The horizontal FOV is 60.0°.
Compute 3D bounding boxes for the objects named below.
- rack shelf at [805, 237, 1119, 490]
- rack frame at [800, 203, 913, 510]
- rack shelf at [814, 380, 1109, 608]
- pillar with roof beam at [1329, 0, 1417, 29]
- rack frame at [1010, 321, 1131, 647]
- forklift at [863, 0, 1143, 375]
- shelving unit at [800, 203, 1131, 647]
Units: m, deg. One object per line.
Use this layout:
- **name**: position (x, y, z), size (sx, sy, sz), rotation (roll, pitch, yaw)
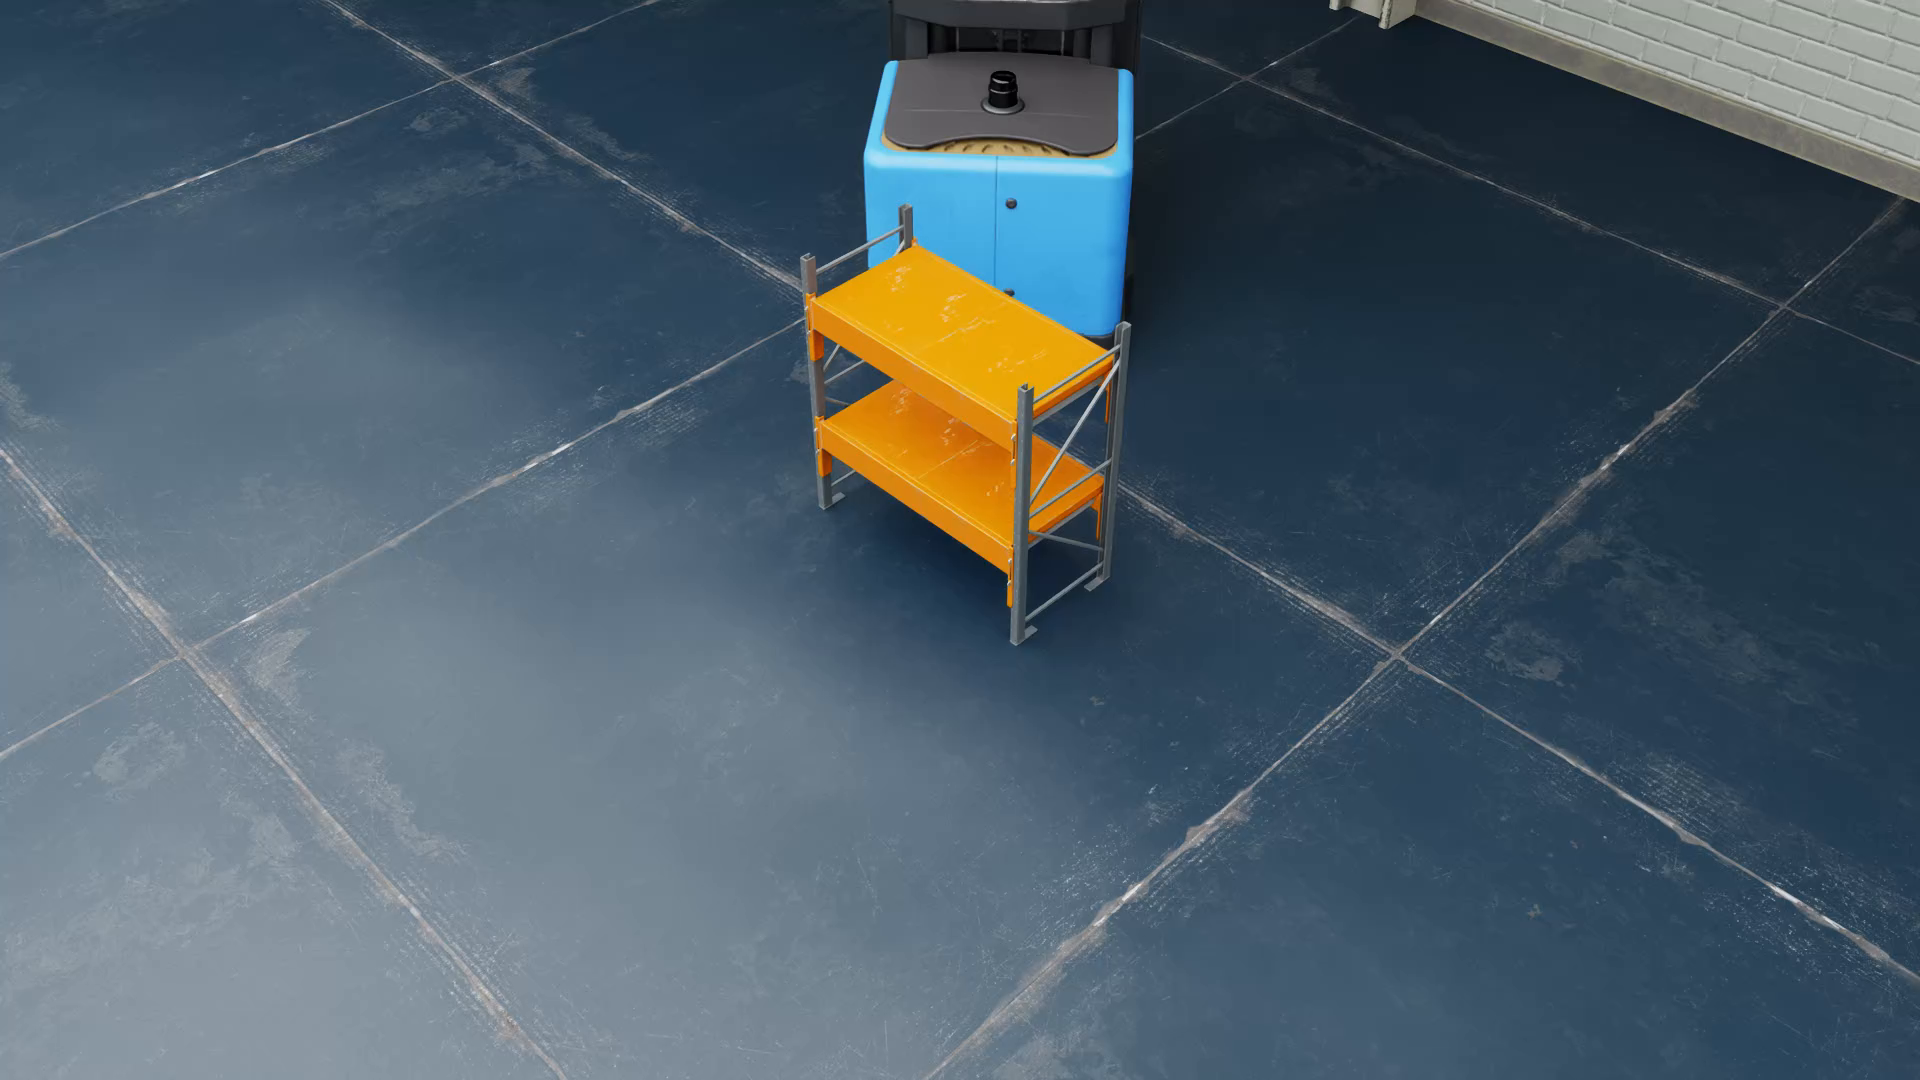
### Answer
- **rack shelf**: position (0.005, -0.625, 5.666), size (0.538, 0.278, 1.000), rotation (-34, 53, -31)
- **rack frame**: position (-0.354, -0.654, 6.129), size (0.500, 1.125, 0.032), rotation (-34, 53, -31)
- **rack shelf**: position (0.005, -0.230, 6.031), size (0.538, 0.278, 1.000), rotation (-34, 53, -31)
- **pillar with roof beam**: position (-0.679, -4.285, 4.257), size (9.100, 9.000, 0.400), rotation (-34, 53, -31)
- **rack frame**: position (0.364, -0.166, 5.600), size (0.500, 1.125, 0.032), rotation (-34, 53, -31)
- **forklift**: position (0.252, -2.706, 7.019), size (1.130, 2.935, 3.031), rotation (3, 43, 3)
- **shelving unit**: position (0.005, -0.410, 5.865), size (0.538, 1.125, 1.048), rotation (-34, 53, -31)
